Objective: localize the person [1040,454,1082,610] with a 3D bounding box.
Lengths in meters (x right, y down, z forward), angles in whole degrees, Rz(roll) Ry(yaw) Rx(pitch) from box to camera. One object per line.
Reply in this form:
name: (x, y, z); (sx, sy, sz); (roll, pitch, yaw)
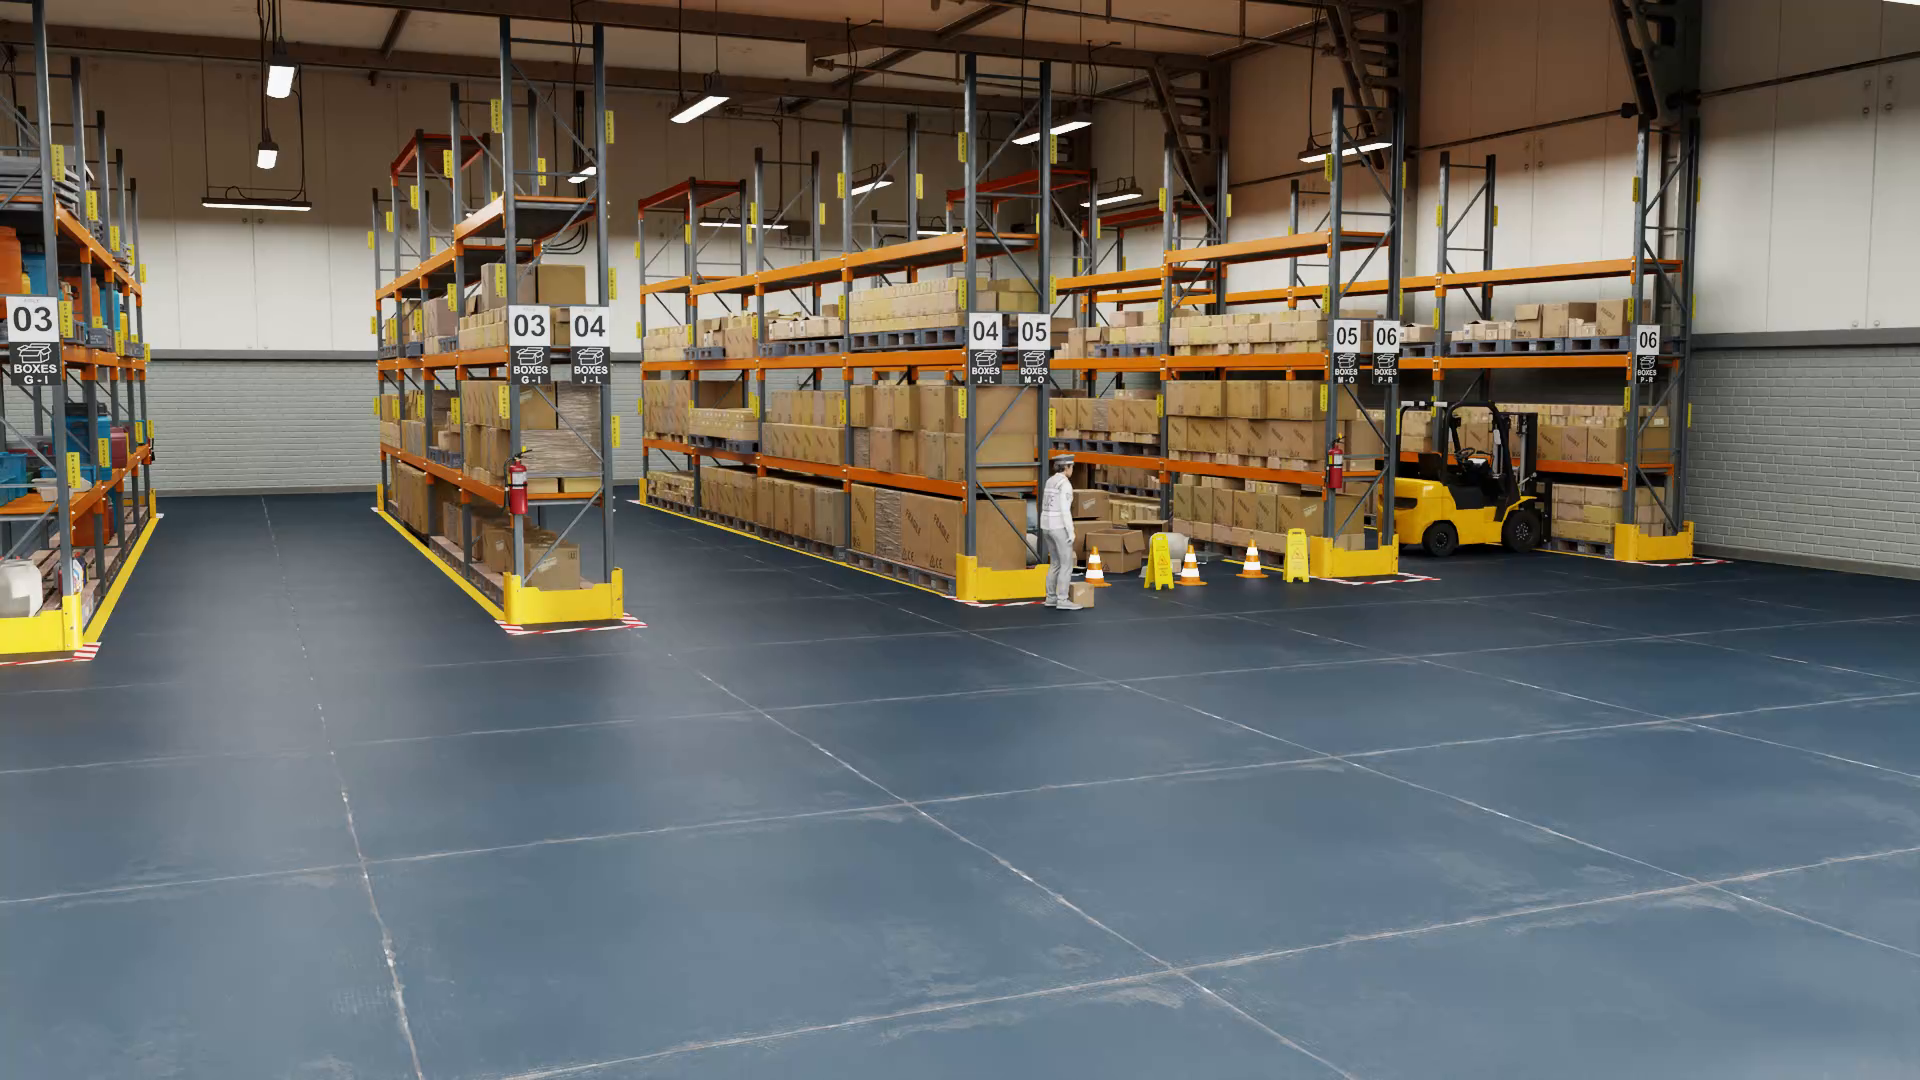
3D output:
person: (1.076, -0.095, 17.970); (0.376, 1.663, 0.526); (-2, 6, -24)
